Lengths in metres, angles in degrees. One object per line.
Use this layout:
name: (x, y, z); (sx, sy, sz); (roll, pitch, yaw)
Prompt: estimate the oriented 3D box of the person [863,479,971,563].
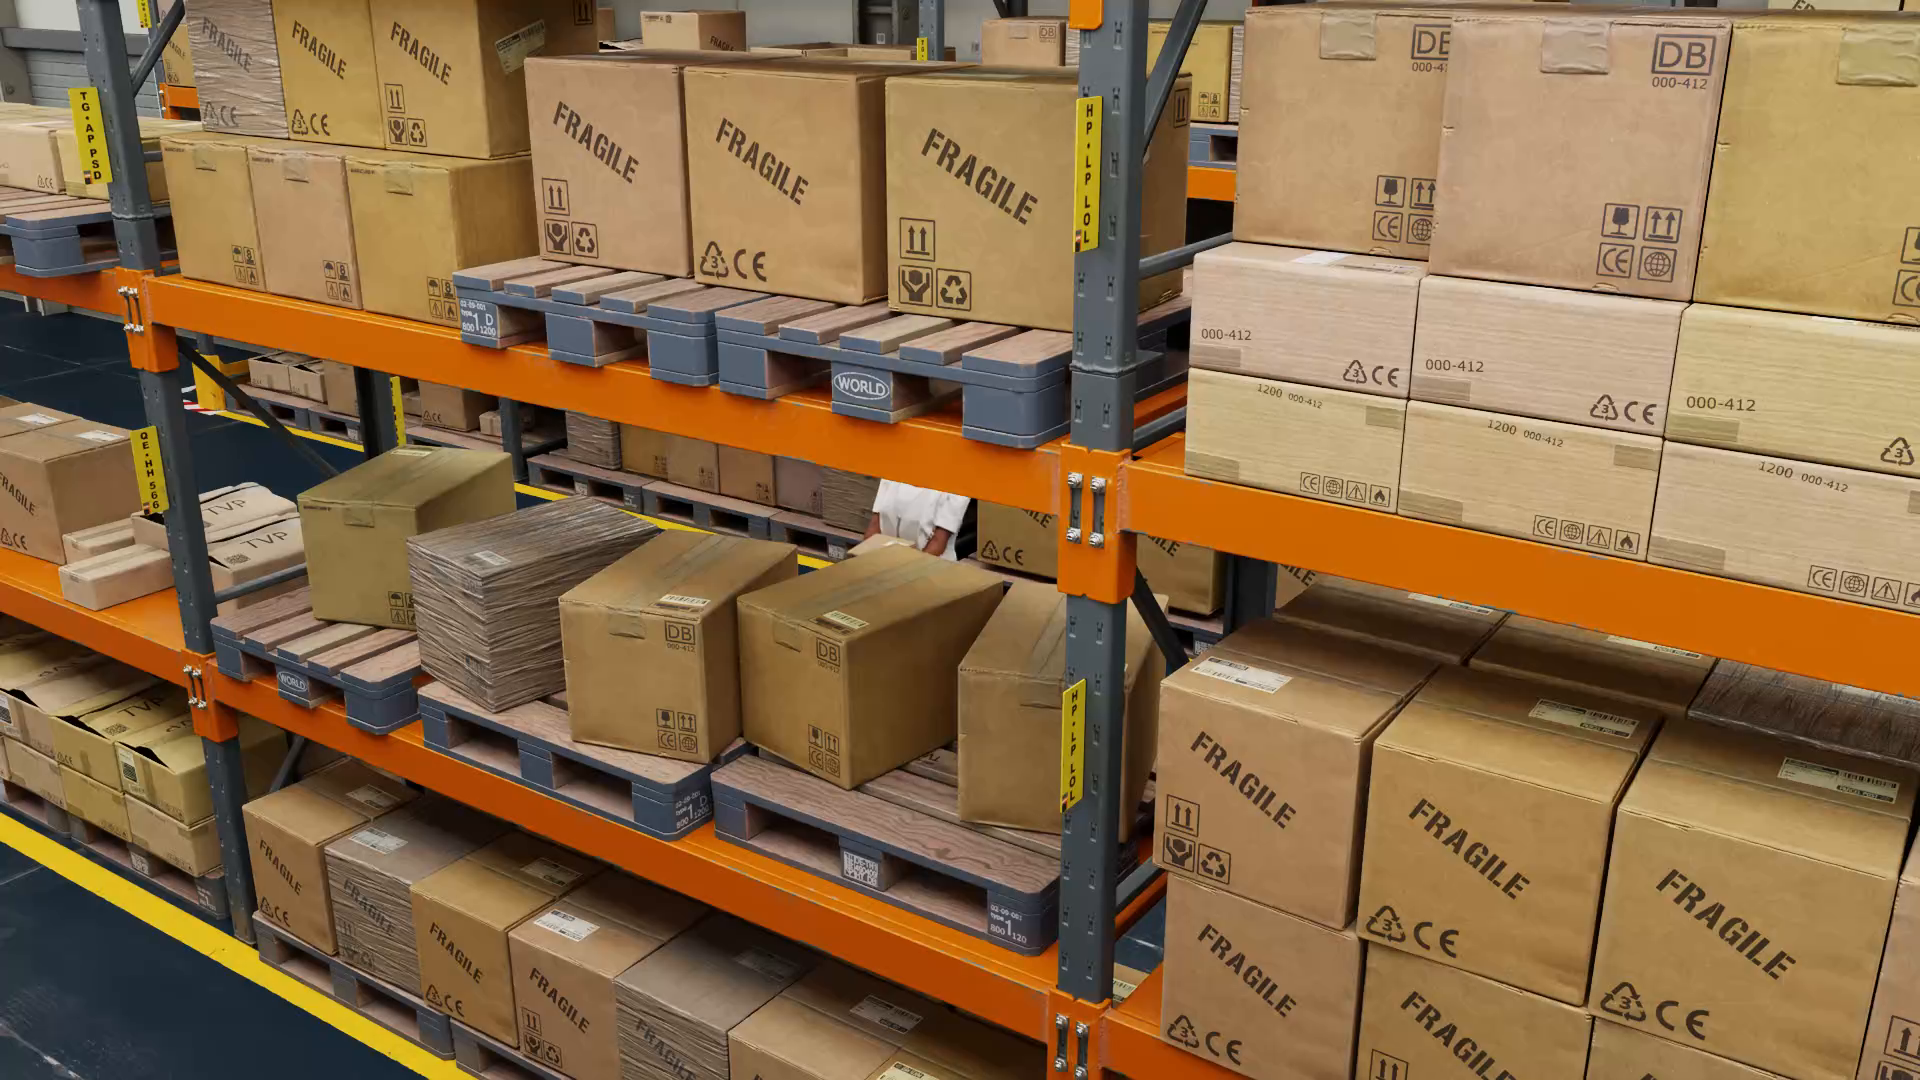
person: (-0.260, 0.242, 8.366); (0.505, 1.762, 0.577); (13, 23, 32)
